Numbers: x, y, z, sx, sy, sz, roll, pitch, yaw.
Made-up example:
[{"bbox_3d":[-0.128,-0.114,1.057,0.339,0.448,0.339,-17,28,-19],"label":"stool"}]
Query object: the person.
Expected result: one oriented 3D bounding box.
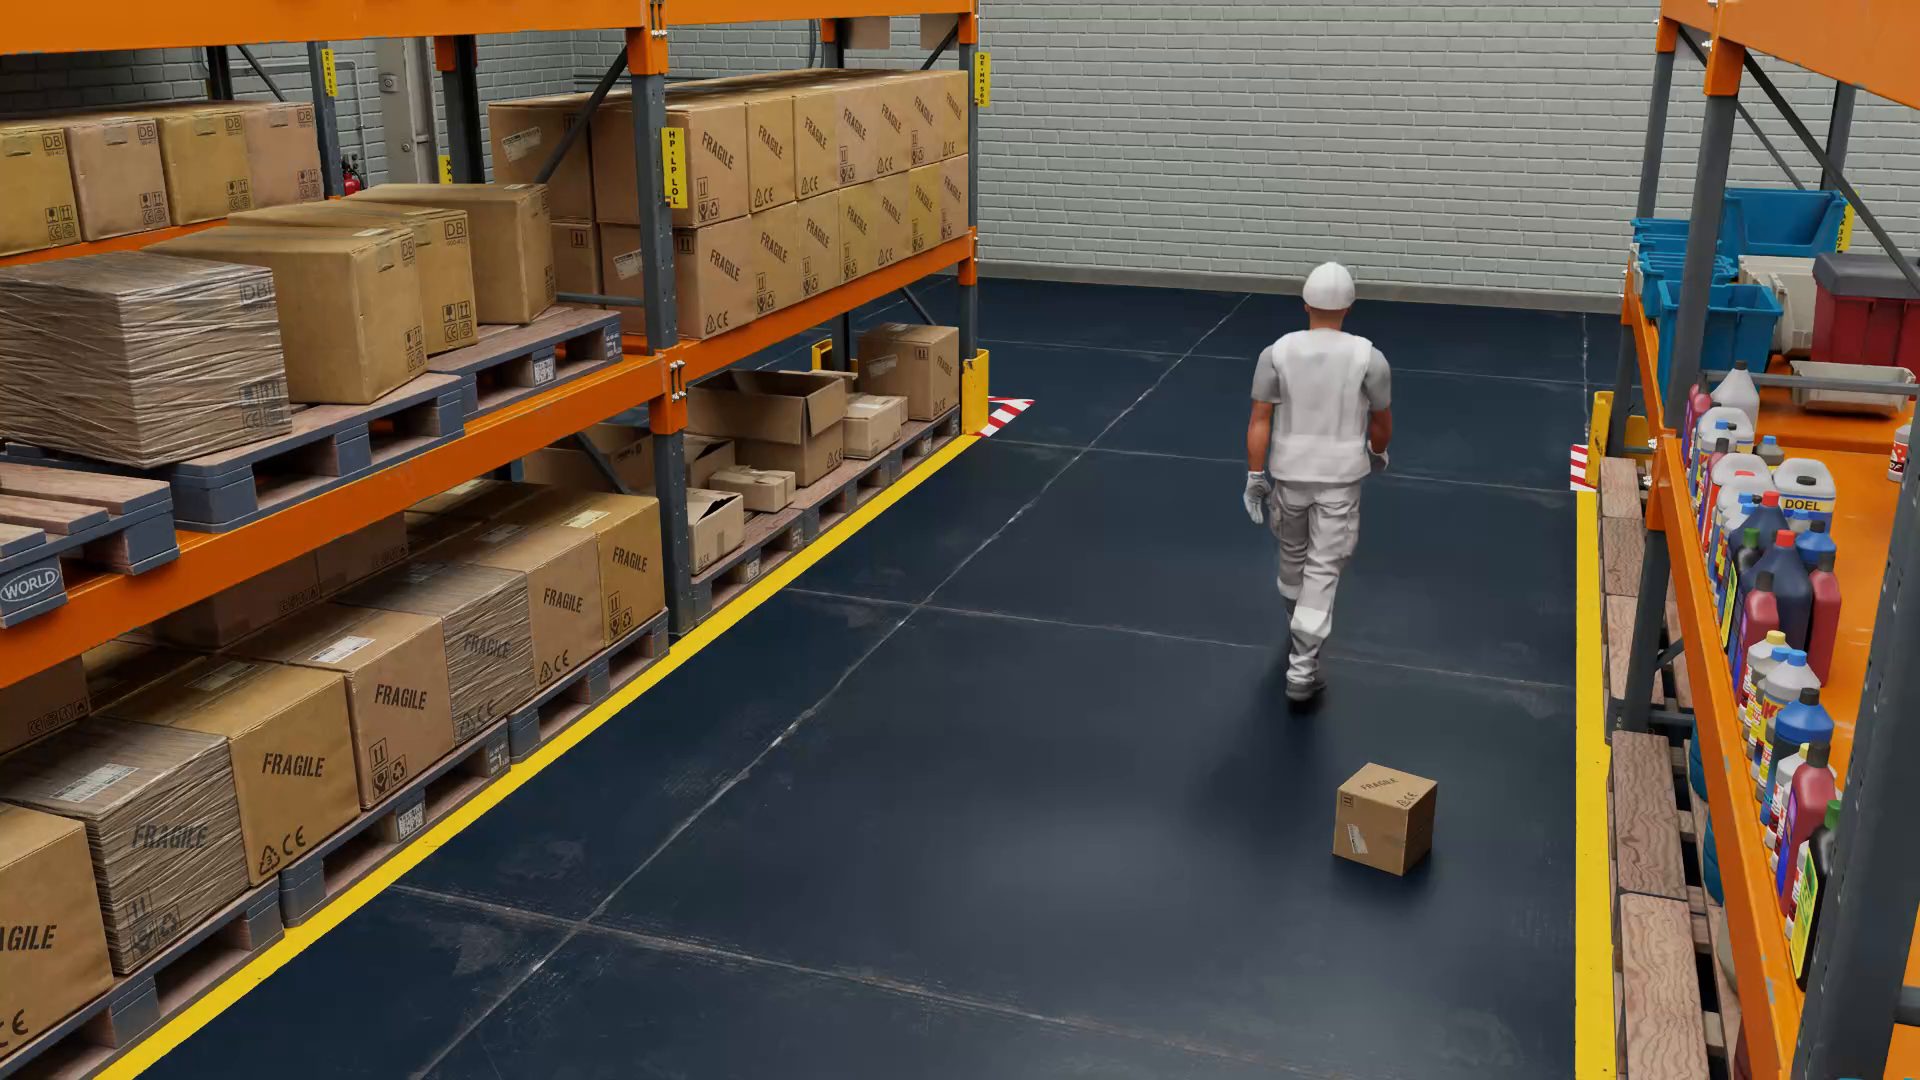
[{"bbox_3d":[1.505,-0.311,6.907,0.541,1.719,1.055,8,20,22],"label":"person"}]
